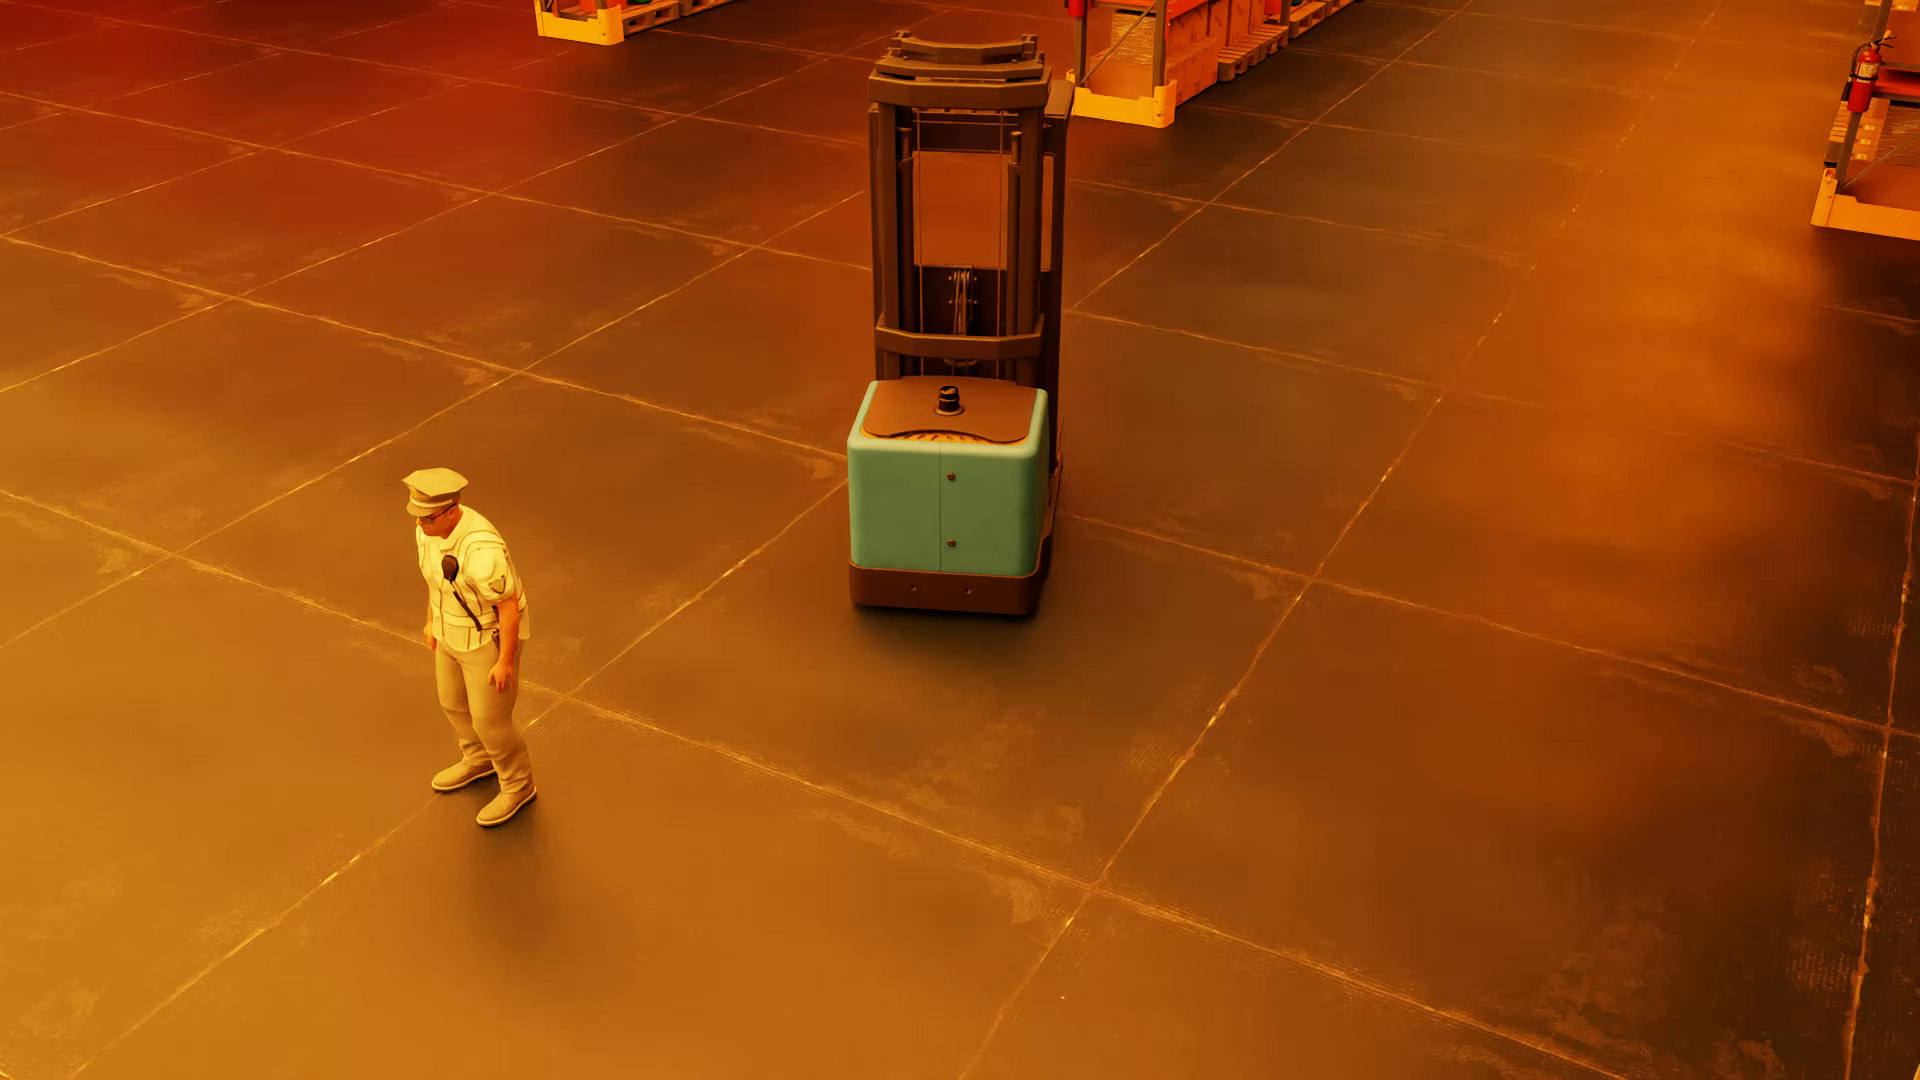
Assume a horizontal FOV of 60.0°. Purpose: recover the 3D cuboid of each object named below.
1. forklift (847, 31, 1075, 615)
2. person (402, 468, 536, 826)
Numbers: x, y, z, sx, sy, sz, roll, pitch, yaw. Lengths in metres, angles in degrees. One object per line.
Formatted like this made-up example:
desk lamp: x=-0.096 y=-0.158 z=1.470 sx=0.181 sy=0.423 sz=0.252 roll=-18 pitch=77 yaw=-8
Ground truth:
forklift: x=0.072 y=-1.572 z=9.794 sx=1.130 sy=2.935 sz=3.031 roll=3 pitch=30 yaw=6
person: x=-2.185 y=0.443 z=7.486 sx=0.603 sy=1.747 sz=0.443 roll=23 pitch=37 yaw=34
